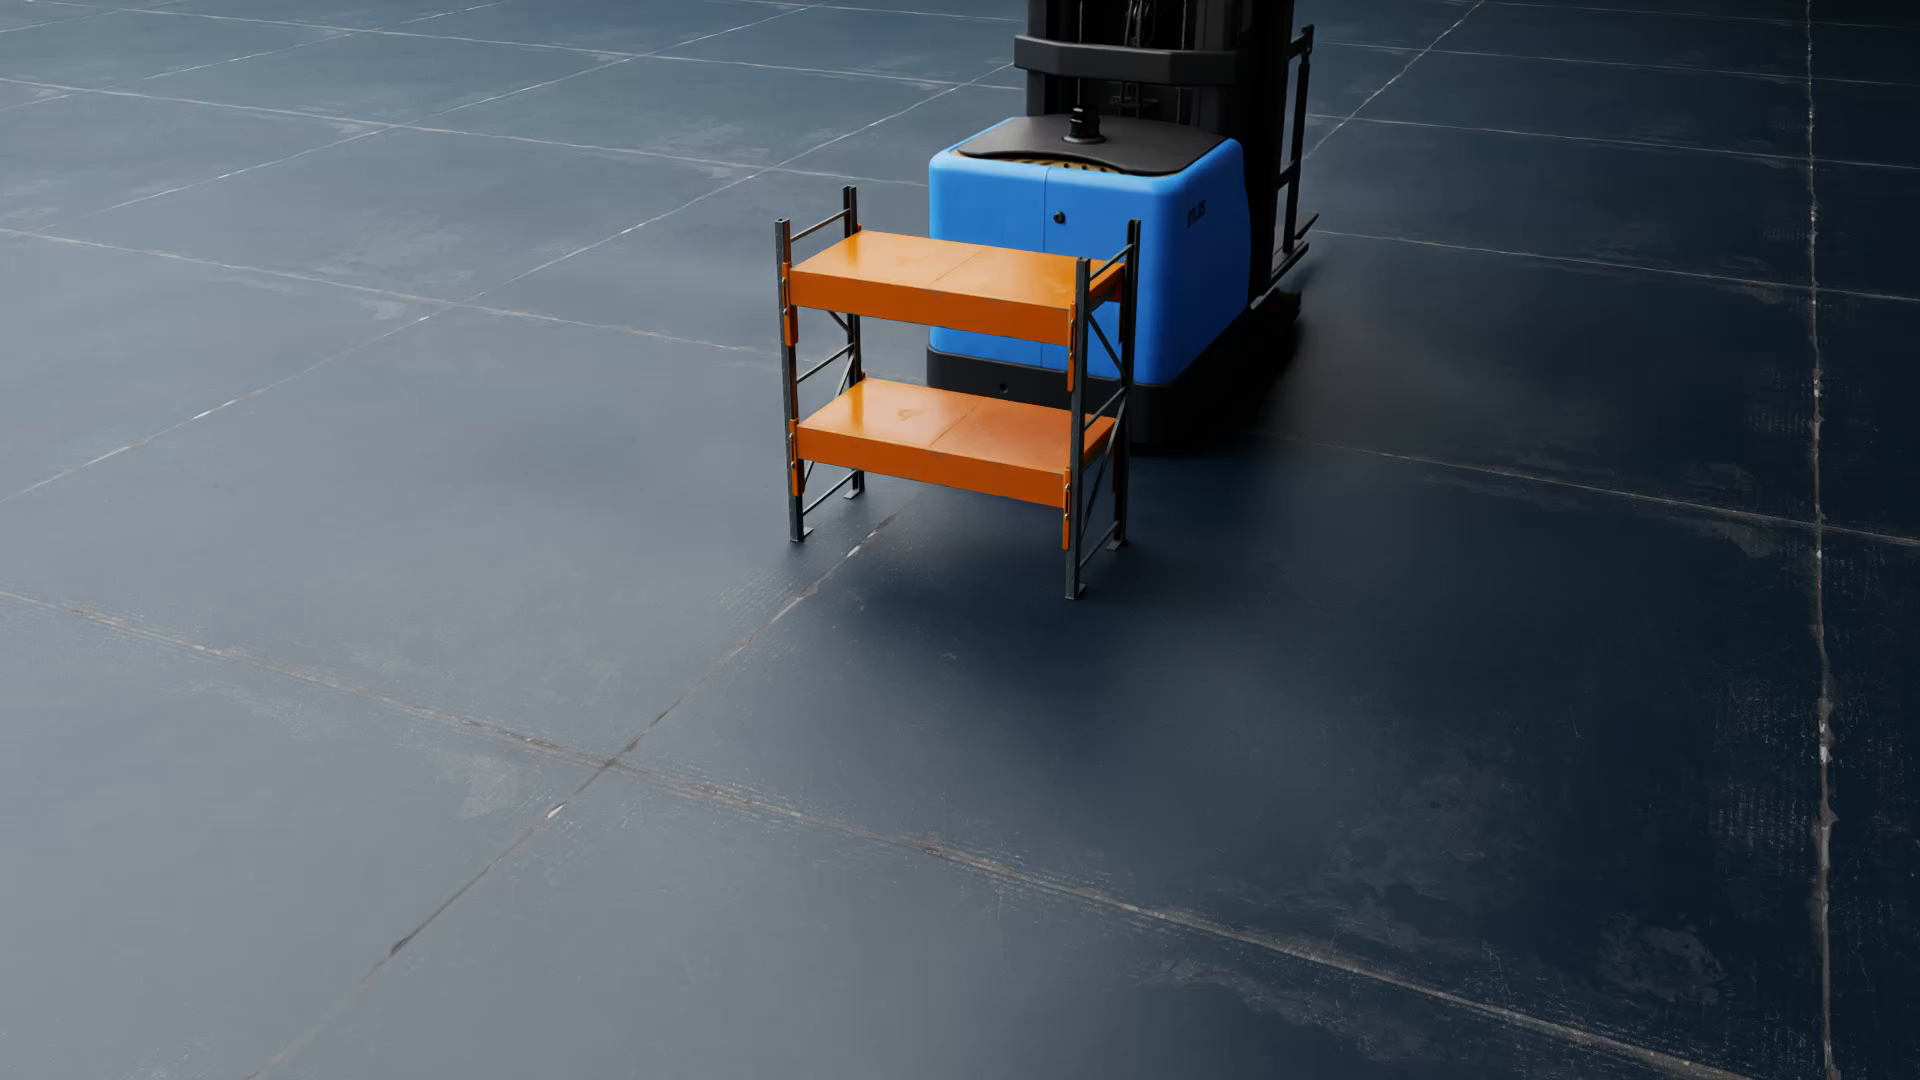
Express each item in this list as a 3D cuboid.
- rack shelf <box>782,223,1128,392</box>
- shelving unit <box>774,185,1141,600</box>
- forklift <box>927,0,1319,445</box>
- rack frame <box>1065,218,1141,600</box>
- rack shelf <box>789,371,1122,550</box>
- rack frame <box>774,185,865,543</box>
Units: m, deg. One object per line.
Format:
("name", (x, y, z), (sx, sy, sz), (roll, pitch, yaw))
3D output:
("rack shelf", (-0.006, -0.768, 5.375), (1.000, 0.278, 0.538), (11, 28, 22))
("shelving unit", (-0.006, -0.506, 5.504), (1.048, 1.125, 0.538), (11, 28, 22))
("forklift", (0.944, -2.300, 7.104), (1.130, 2.935, 3.031), (12, 28, 22))
("rack frame", (0.457, -0.413, 5.315), (0.032, 1.125, 0.500), (11, 28, 22))
("rack shelf", (-0.006, -0.287, 5.612), (1.000, 0.278, 0.538), (11, 28, 22))
("rack frame", (-0.469, -0.599, 5.693), (0.032, 1.125, 0.500), (11, 28, 22))
